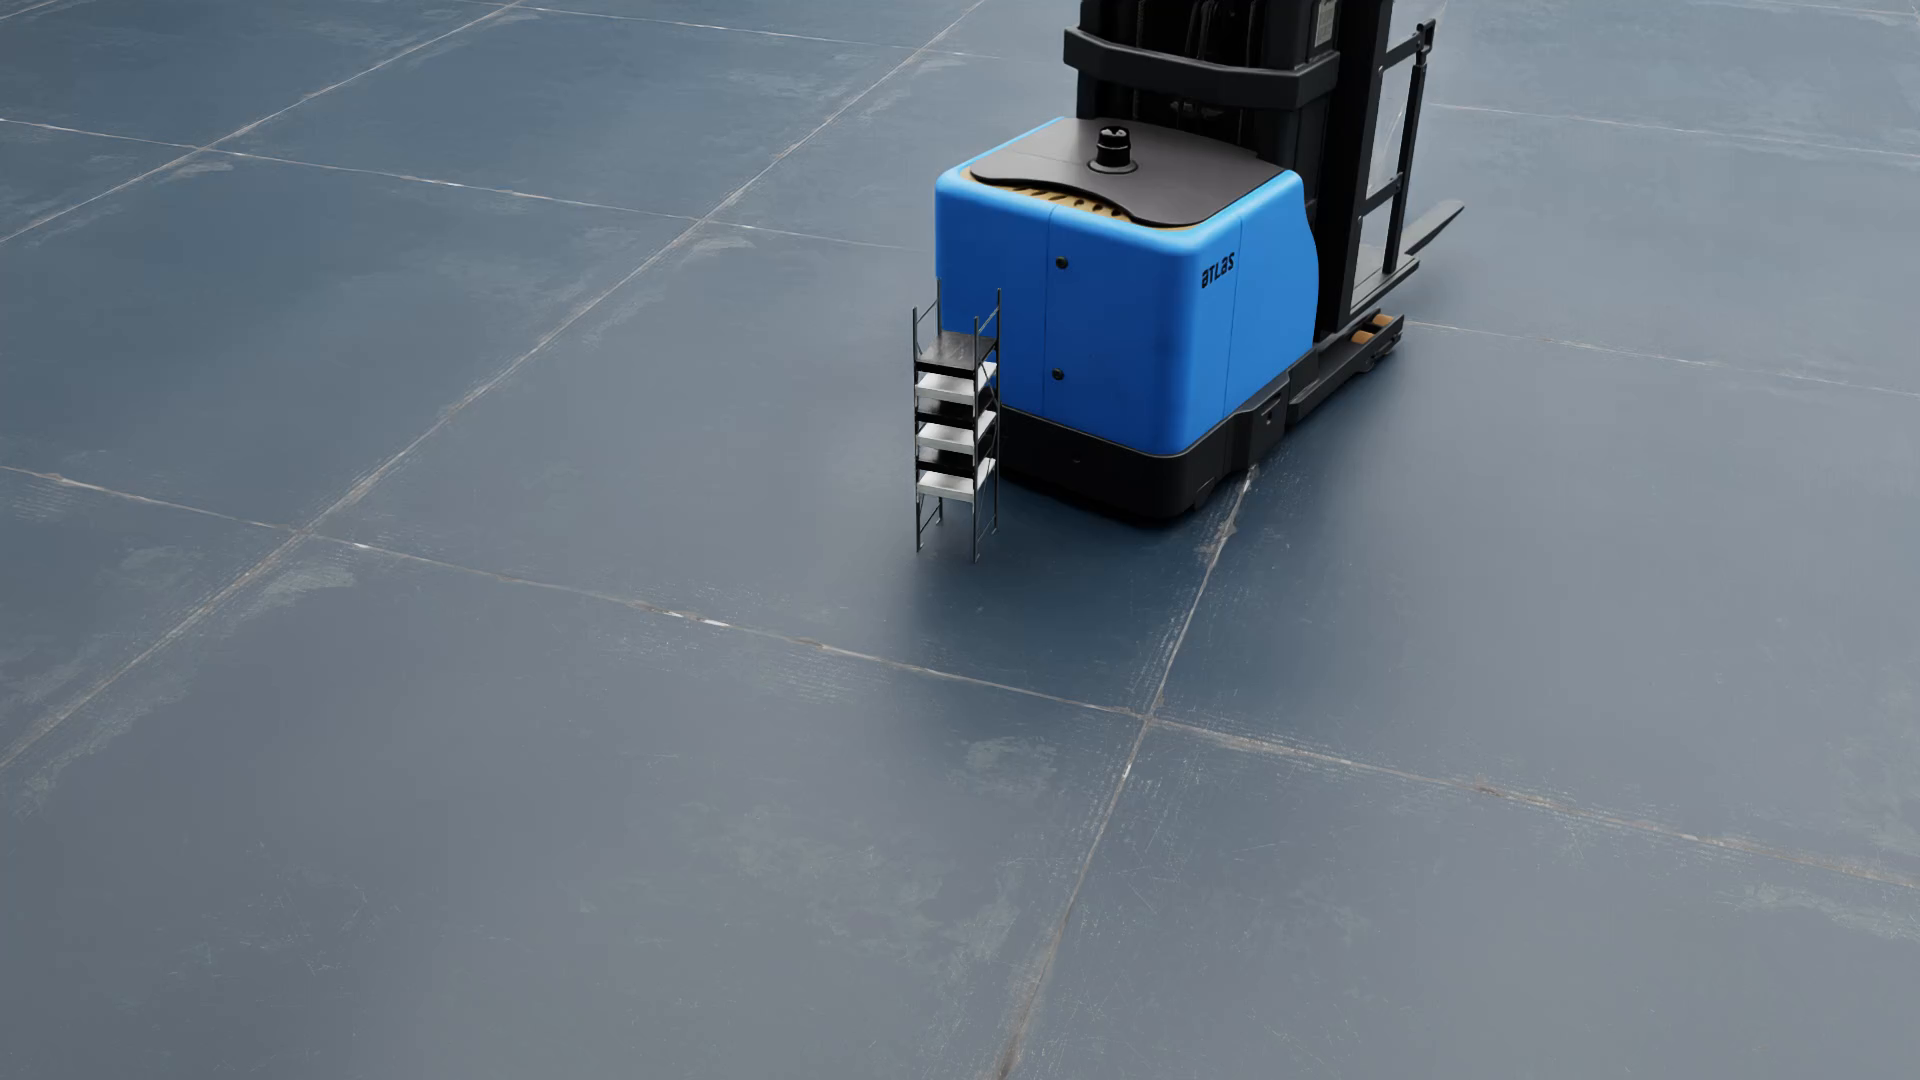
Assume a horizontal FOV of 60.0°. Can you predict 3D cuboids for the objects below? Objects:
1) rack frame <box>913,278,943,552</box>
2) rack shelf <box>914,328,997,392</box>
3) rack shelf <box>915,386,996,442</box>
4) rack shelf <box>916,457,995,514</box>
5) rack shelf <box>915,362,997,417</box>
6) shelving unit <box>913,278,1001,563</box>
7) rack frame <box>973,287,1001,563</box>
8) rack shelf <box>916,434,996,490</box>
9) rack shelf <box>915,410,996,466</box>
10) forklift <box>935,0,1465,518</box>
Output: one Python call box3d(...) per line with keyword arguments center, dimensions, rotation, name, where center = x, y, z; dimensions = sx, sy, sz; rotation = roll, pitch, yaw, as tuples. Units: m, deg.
box3d(center=(-0.103, -0.398, 5.473), dimensions=(0.006, 0.900, 0.240), rotation=(11, 34, 16), name="rack frame")
box3d(center=(-0.008, -0.578, 5.316), dimensions=(0.200, 0.077, 0.258), rotation=(11, 34, 16), name="rack shelf")
box3d(center=(-0.008, -0.427, 5.414), dimensions=(0.200, 0.077, 0.258), rotation=(11, 34, 16), name="rack shelf")
box3d(center=(-0.008, -0.200, 5.560), dimensions=(0.200, 0.077, 0.258), rotation=(11, 34, 16), name="rack shelf")
box3d(center=(-0.008, -0.503, 5.365), dimensions=(0.200, 0.077, 0.258), rotation=(11, 34, 16), name="rack shelf")
box3d(center=(-0.008, -0.380, 5.445), dimensions=(0.210, 0.900, 0.258), rotation=(11, 34, 16), name="shelving unit")
box3d(center=(0.088, -0.361, 5.416), dimensions=(0.006, 0.900, 0.240), rotation=(11, 34, 16), name="rack frame")
box3d(center=(-0.008, -0.276, 5.512), dimensions=(0.200, 0.077, 0.258), rotation=(11, 34, 16), name="rack shelf")
box3d(center=(-0.008, -0.352, 5.463), dimensions=(0.200, 0.077, 0.258), rotation=(11, 34, 16), name="rack shelf")
box3d(center=(1.173, -2.052, 6.162), dimensions=(1.130, 2.935, 3.031), rotation=(22, 39, 30), name="forklift")
